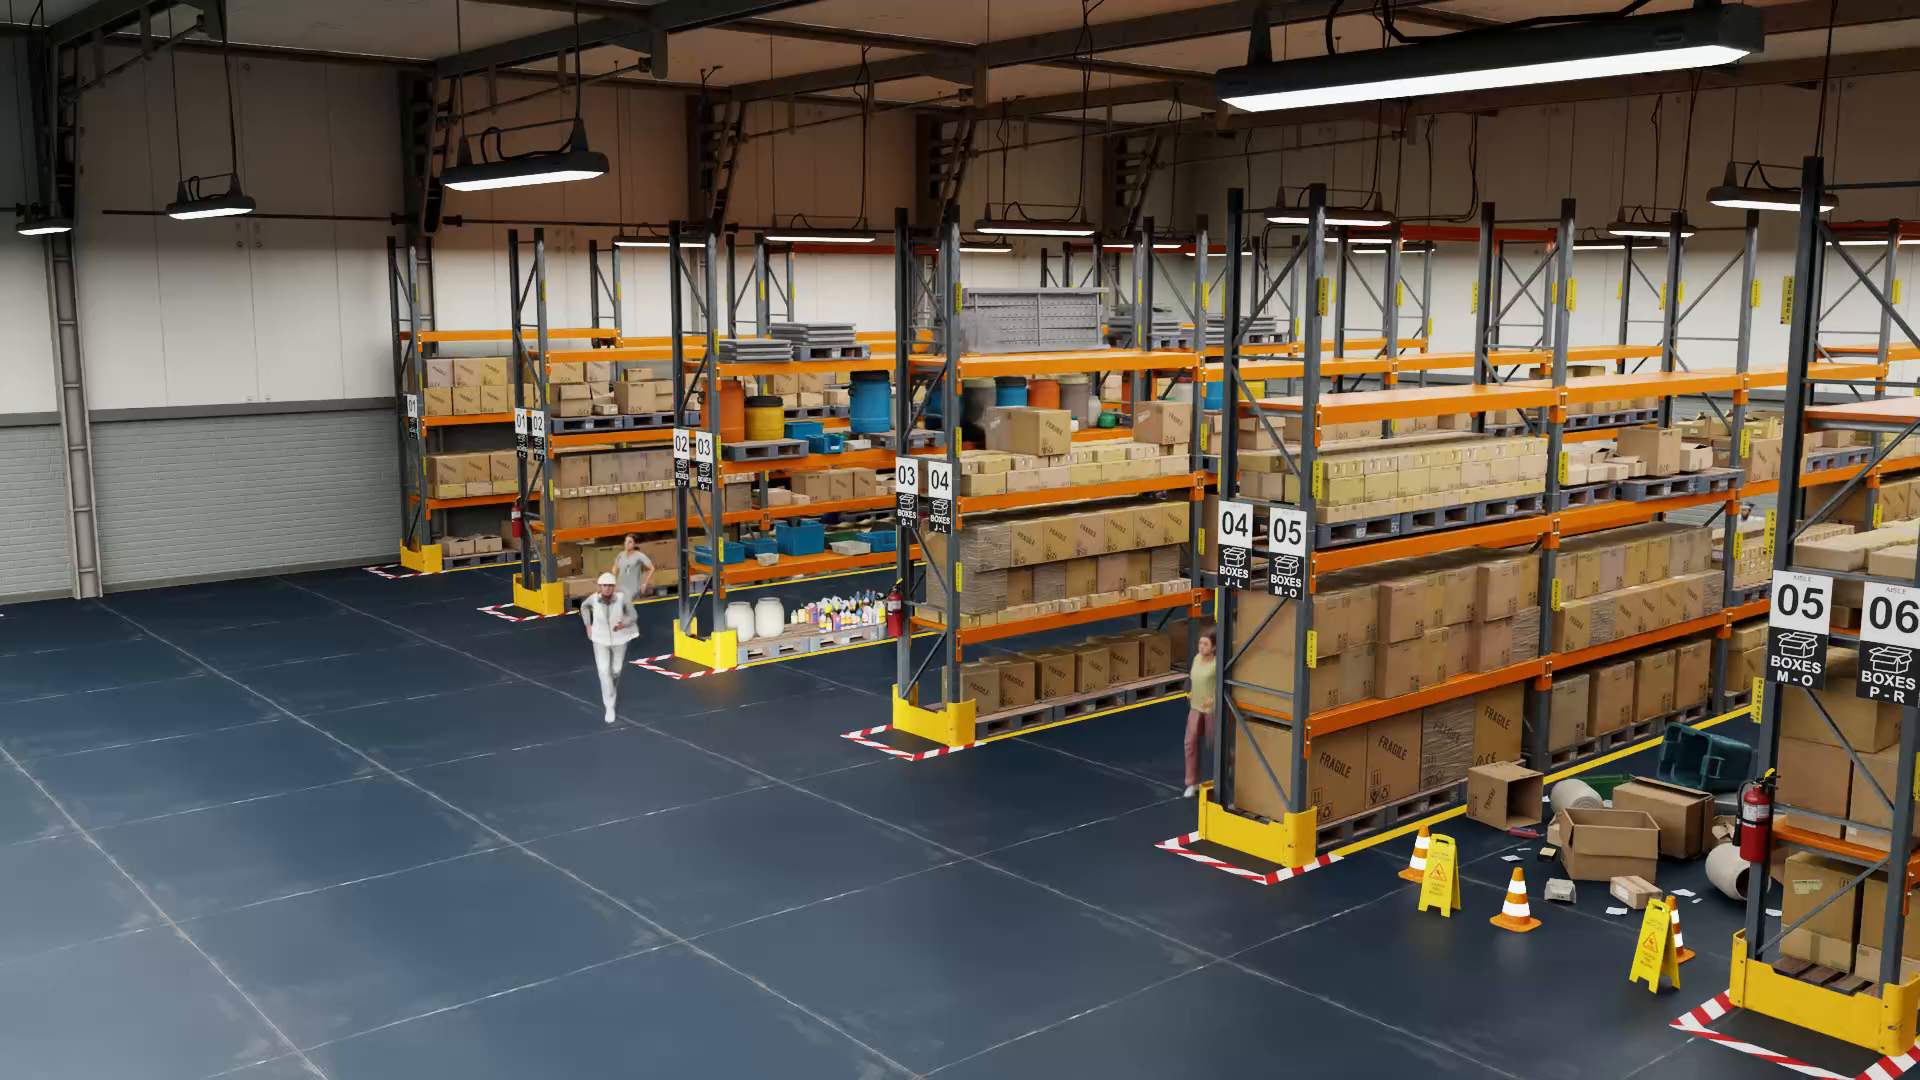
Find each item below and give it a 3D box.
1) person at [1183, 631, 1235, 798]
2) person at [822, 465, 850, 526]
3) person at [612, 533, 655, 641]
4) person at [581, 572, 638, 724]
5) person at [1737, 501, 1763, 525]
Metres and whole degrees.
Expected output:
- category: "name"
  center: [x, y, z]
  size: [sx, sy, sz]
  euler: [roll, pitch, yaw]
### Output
- category: "person"
  center: [2.566, 1.766, 17.066]
  size: [0.591, 1.713, 0.874]
  euler: [8, 12, 40]
- category: "person"
  center: [-2.509, -0.739, 33.394]
  size: [0.641, 1.619, 0.627]
  euler: [-8, 12, -44]
- category: "person"
  center: [-4.698, 0.727, 23.715]
  size: [0.636, 1.682, 0.690]
  euler: [6, 10, 33]
- category: "person"
  center: [-4.229, 1.234, 20.100]
  size: [0.660, 1.782, 1.064]
  euler: [-2, 9, -16]
- category: "person"
  center: [12.889, 0.178, 27.245]
  size: [0.992, 1.691, 0.612]
  euler: [-8, 12, -41]
